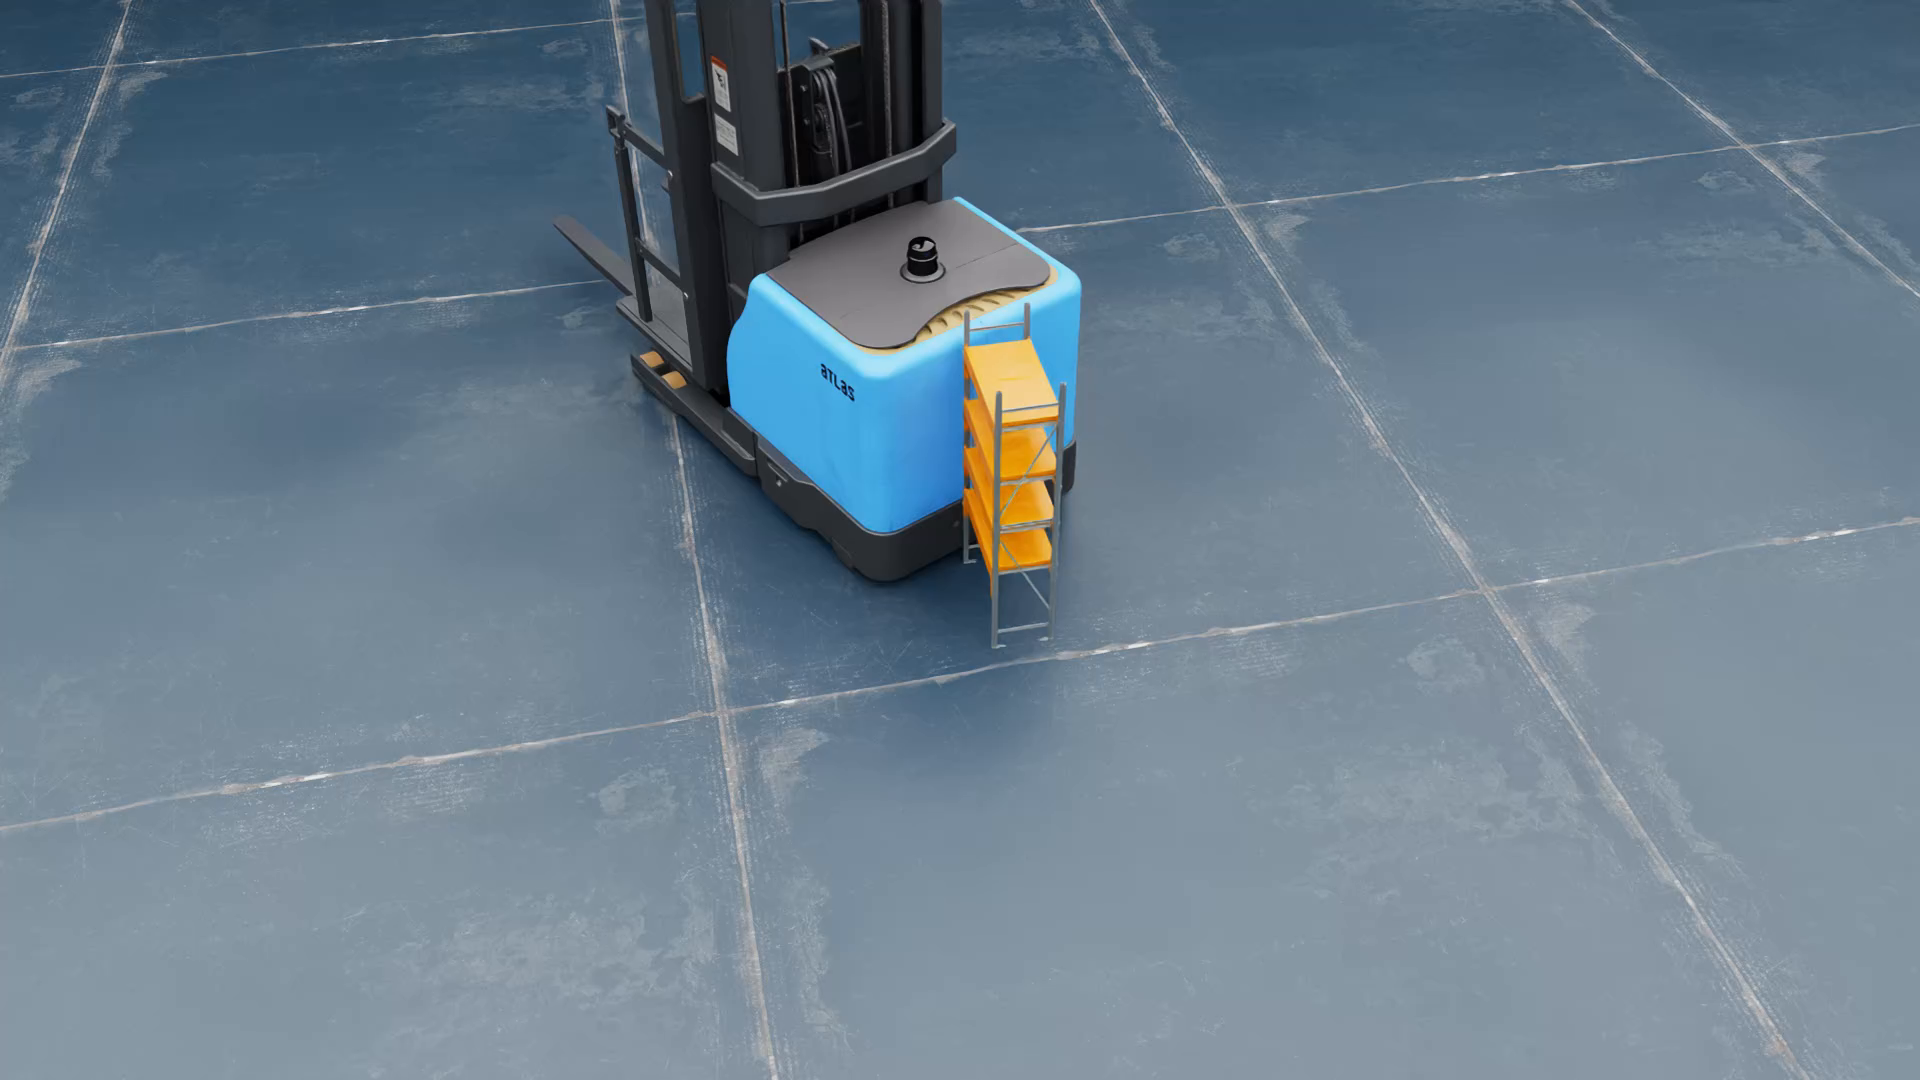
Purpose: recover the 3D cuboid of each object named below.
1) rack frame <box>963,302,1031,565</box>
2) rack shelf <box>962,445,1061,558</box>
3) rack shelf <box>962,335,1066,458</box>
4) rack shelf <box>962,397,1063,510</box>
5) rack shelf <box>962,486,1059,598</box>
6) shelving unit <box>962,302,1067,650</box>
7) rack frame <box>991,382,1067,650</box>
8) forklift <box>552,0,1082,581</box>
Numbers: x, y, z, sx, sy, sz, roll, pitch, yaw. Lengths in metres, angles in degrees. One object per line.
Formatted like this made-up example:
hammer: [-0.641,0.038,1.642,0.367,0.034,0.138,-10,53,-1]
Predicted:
rack frame: [0.131,-0.372,6.266,0.240,1.200,0.015,-8,42,-9]
rack shelf: [0.184,-0.164,6.132,0.258,0.148,0.480,-8,42,-9]
rack shelf: [0.184,-0.508,5.827,0.258,0.148,0.480,-8,42,-9]
rack shelf: [0.184,-0.331,5.984,0.258,0.148,0.480,-8,42,-9]
rack shelf: [0.184,-0.015,6.264,0.258,0.148,0.480,-8,42,-9]
shelving unit: [0.184,-0.214,6.087,0.258,1.200,0.503,-8,42,-9]
rack frame: [0.236,-0.056,5.909,0.240,1.200,0.015,-8,42,-9]
forklift: [-0.823,-1.860,6.637,1.130,2.935,3.031,-27,48,-27]
